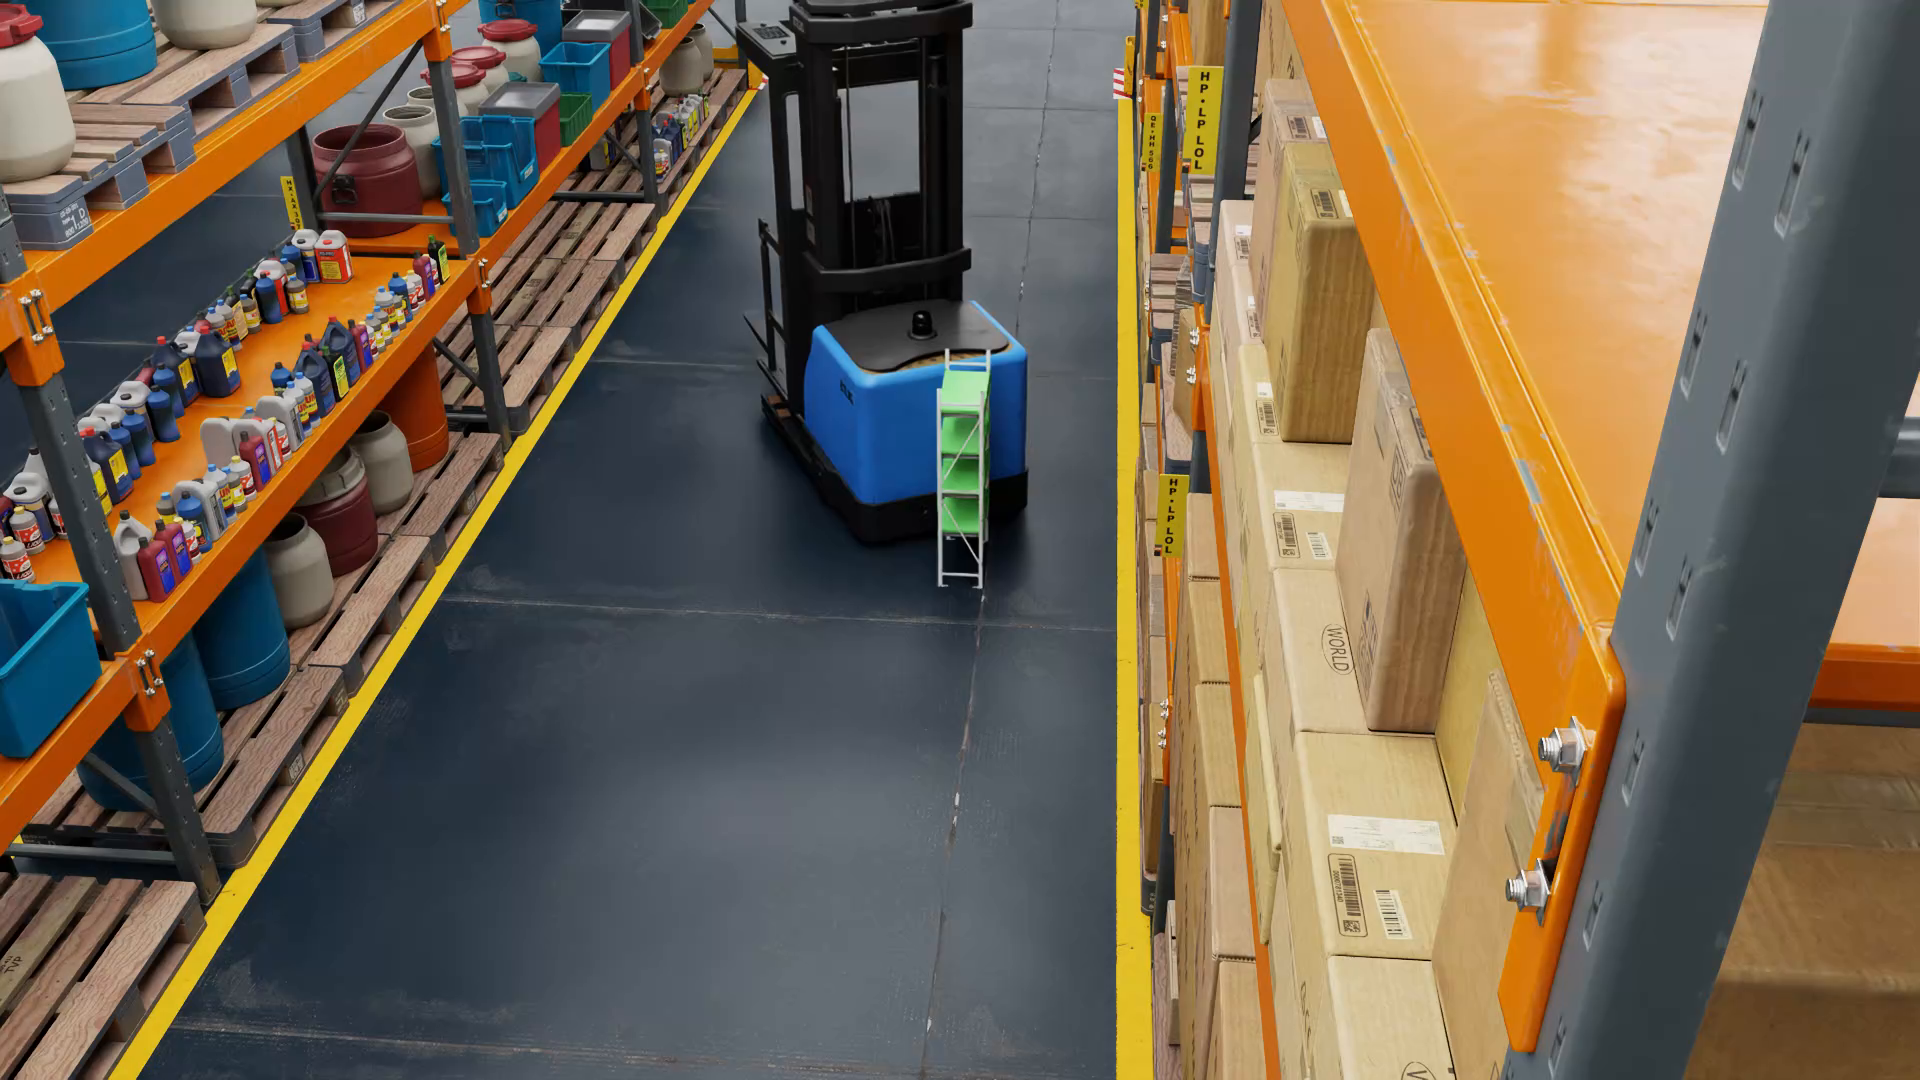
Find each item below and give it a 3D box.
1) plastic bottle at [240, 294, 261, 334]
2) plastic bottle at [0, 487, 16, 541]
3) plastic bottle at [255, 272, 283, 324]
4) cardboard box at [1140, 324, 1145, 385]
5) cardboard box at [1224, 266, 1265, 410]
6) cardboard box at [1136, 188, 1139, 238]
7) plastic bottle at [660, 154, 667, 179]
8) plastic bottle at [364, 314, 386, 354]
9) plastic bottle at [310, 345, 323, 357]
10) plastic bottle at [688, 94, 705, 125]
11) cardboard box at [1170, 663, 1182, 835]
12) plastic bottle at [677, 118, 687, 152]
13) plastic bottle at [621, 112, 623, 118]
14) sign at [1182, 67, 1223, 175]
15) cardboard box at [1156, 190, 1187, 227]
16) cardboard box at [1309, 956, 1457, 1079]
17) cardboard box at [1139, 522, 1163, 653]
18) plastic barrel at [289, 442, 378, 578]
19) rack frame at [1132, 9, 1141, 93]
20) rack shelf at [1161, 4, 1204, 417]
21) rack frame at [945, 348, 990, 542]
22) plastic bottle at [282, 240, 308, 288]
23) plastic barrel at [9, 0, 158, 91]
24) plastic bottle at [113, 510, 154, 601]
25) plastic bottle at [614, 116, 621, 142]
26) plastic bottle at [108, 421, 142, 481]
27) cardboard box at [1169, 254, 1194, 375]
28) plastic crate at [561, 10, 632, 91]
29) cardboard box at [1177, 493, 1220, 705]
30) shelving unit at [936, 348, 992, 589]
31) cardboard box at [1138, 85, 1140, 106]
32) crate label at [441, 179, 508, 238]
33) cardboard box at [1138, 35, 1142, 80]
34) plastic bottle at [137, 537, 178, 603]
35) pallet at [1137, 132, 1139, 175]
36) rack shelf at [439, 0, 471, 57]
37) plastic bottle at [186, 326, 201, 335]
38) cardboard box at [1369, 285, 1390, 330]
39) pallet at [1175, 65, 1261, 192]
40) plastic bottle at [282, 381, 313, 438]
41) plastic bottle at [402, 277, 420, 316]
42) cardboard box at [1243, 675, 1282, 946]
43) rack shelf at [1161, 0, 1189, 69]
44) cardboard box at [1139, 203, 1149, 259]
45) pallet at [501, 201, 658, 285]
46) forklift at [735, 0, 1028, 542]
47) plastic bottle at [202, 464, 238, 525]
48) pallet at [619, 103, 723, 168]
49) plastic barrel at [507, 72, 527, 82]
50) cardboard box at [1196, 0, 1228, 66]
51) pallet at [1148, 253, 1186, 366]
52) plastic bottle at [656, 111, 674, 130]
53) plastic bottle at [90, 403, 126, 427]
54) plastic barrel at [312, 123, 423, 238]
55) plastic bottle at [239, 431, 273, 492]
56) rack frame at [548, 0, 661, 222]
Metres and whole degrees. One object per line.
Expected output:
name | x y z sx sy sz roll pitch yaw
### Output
plastic bottle | -3.776 -1.203 8.812 0.097 0.201 0.097 0 32 0
plastic bottle | -3.975 -0.073 6.900 0.061 0.283 0.133 2 32 4
plastic bottle | -3.704 -1.300 8.903 0.097 0.271 0.097 0 32 0
cardboard box | 1.442 -1.221 10.873 0.500 0.250 0.500 2 32 3
cardboard box | 0.952 -0.487 4.268 0.500 0.250 0.500 2 32 4
cardboard box | 1.650 -2.557 13.041 0.500 0.250 0.500 2 32 3
plastic bottle | -2.536 -3.160 14.046 0.097 0.201 0.097 0 32 0
plastic bottle | -3.035 -1.071 8.599 0.097 0.201 0.097 0 32 0
plastic bottle | -3.120 -0.830 8.130 0.061 0.283 0.133 2 32 4
plastic bottle | -2.442 -3.972 15.294 0.152 0.276 0.135 3 32 4
cardboard box | 0.965 0.646 5.527 0.500 0.500 0.500 3 32 5
plastic bottle | -2.458 -3.581 14.652 0.061 0.283 0.133 4 32 6
plastic bottle | -3.176 -4.033 15.385 0.061 0.283 0.133 3 32 5
sign | 0.725 -1.253 4.976 0.100 0.325 0.005 2 32 4
cardboard box | 1.401 -2.033 10.209 0.380 0.149 0.250 2 32 4
cardboard box | 0.740 0.820 2.148 0.500 0.250 0.500 2 32 4
cardboard box | 1.162 0.254 8.222 0.500 0.500 0.500 1 32 2
plastic barrel | -3.448 -0.176 8.855 0.600 0.588 0.708 2 32 4
rack frame | 2.255 -5.841 16.149 1.000 3.000 0.127 2 32 4
rack shelf | 1.441 -1.582 7.066 1.077 0.370 4.000 2 32 4
rack frame | 0.042 -0.507 9.210 0.240 1.200 0.015 2 32 4
plastic bottle | -3.727 -1.544 9.300 0.097 0.271 0.097 0 32 0
plastic barrel | -3.672 -2.348 6.743 0.600 0.901 0.708 2 32 4
plastic bottle | -3.304 0.050 6.637 0.144 0.351 0.185 2 32 4
plastic bottle | -3.077 -3.692 14.833 0.061 0.283 0.133 2 32 4
plastic bottle | -3.752 -0.404 7.449 0.097 0.271 0.097 0 32 0
cardboard box | 1.400 -1.075 7.919 0.700 0.500 0.500 8 33 13
plastic crate | -2.742 -3.724 12.652 0.402 0.464 0.583 2 32 4
cardboard box | 0.959 0.200 5.298 0.500 0.500 0.500 3 32 5
shelving unit | 0.022 -0.380 9.003 0.258 1.200 0.503 2 32 4
cardboard box | 1.911 -4.055 15.472 0.500 0.250 0.500 2 32 4
crate label | -2.925 -2.004 10.083 0.303 0.233 0.416 2 32 4
cardboard box | 1.951 -4.636 15.699 0.500 0.500 0.500 2 32 4
plastic bottle | -3.204 0.097 6.626 0.061 0.283 0.133 2 32 4
pallet | 2.132 -3.616 15.196 1.003 0.211 1.213 2 32 4
rack shelf | -3.170 -3.888 10.806 1.077 0.370 4.000 2 32 4
plastic bottle | -3.821 -0.940 8.320 0.097 0.271 0.097 0 32 0
cardboard box | 1.171 -0.270 3.202 0.700 0.500 0.500 2 32 4
pallet | 1.482 -1.643 6.658 1.213 0.211 1.003 2 32 4
plastic bottle | -3.110 -0.615 7.792 0.097 0.271 0.097 0 32 0
plastic bottle | -2.995 -1.326 9.012 0.097 0.201 0.097 0 32 0
cardboard box | 0.811 0.510 3.128 0.500 0.250 0.500 2 32 4
rack shelf | 1.766 -3.674 10.460 1.077 0.370 4.000 2 32 4
cardboard box | 1.560 -2.258 12.022 0.500 0.311 0.500 1 32 2
pallet | -3.033 -2.363 13.164 1.003 0.211 1.213 2 32 4
forklift | -0.636 -1.999 9.980 1.130 2.935 3.031 -12 34 -19
plastic bottle | -3.175 -0.201 7.120 0.097 0.271 0.097 0 32 0
pallet | -2.814 -3.765 15.438 1.003 0.211 1.213 2 32 4
plastic barrel | -3.268 -3.218 12.025 0.301 0.262 0.301 0 32 0
cardboard box | 1.518 -2.209 7.301 0.910 0.500 0.500 2 32 4
pallet | 1.618 -1.218 8.831 1.213 0.211 1.003 2 32 4
plastic bottle | -2.628 -3.709 14.866 0.152 0.276 0.135 2 32 4
plastic bottle | -3.867 -0.472 7.555 0.152 0.276 0.135 2 32 4
plastic barrel | -3.597 -2.185 10.086 0.600 0.536 0.708 2 32 4
plastic bottle | -3.131 -0.368 7.379 0.061 0.283 0.133 2 32 4
rack frame | -3.007 -3.963 13.101 1.000 3.000 0.127 2 32 4
